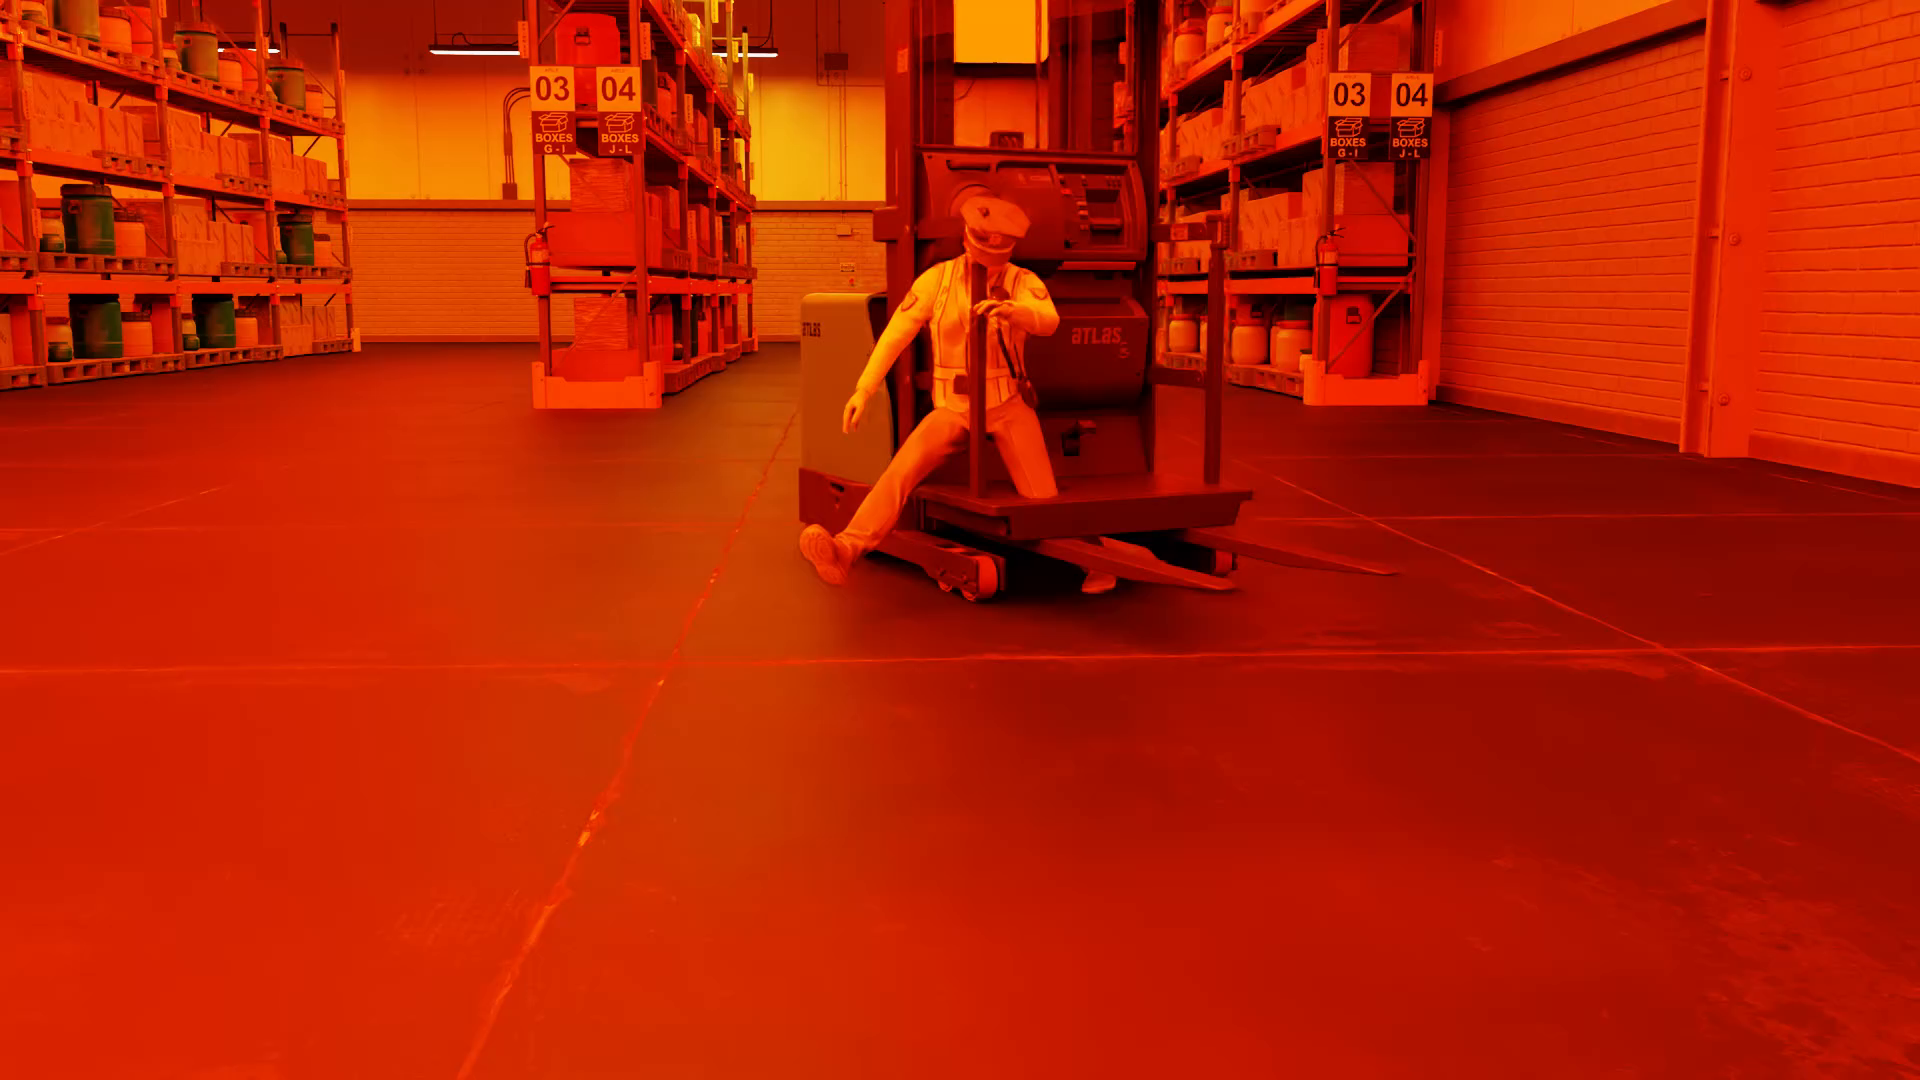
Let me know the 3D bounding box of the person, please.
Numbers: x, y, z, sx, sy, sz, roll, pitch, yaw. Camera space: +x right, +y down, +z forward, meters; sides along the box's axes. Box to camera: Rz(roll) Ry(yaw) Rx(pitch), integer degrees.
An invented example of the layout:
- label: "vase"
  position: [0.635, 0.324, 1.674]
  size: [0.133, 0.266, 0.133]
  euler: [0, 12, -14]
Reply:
- label: "person"
  position: [0.010, -0.472, 5.757]
  size: [0.912, 1.422, 1.124]
  euler: [3, 9, 19]

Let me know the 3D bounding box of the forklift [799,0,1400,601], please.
- label: "forklift"
  position: [0.389, -1.307, 6.135]
  size: [1.130, 2.935, 3.031]
  euler: [-4, 9, -26]
